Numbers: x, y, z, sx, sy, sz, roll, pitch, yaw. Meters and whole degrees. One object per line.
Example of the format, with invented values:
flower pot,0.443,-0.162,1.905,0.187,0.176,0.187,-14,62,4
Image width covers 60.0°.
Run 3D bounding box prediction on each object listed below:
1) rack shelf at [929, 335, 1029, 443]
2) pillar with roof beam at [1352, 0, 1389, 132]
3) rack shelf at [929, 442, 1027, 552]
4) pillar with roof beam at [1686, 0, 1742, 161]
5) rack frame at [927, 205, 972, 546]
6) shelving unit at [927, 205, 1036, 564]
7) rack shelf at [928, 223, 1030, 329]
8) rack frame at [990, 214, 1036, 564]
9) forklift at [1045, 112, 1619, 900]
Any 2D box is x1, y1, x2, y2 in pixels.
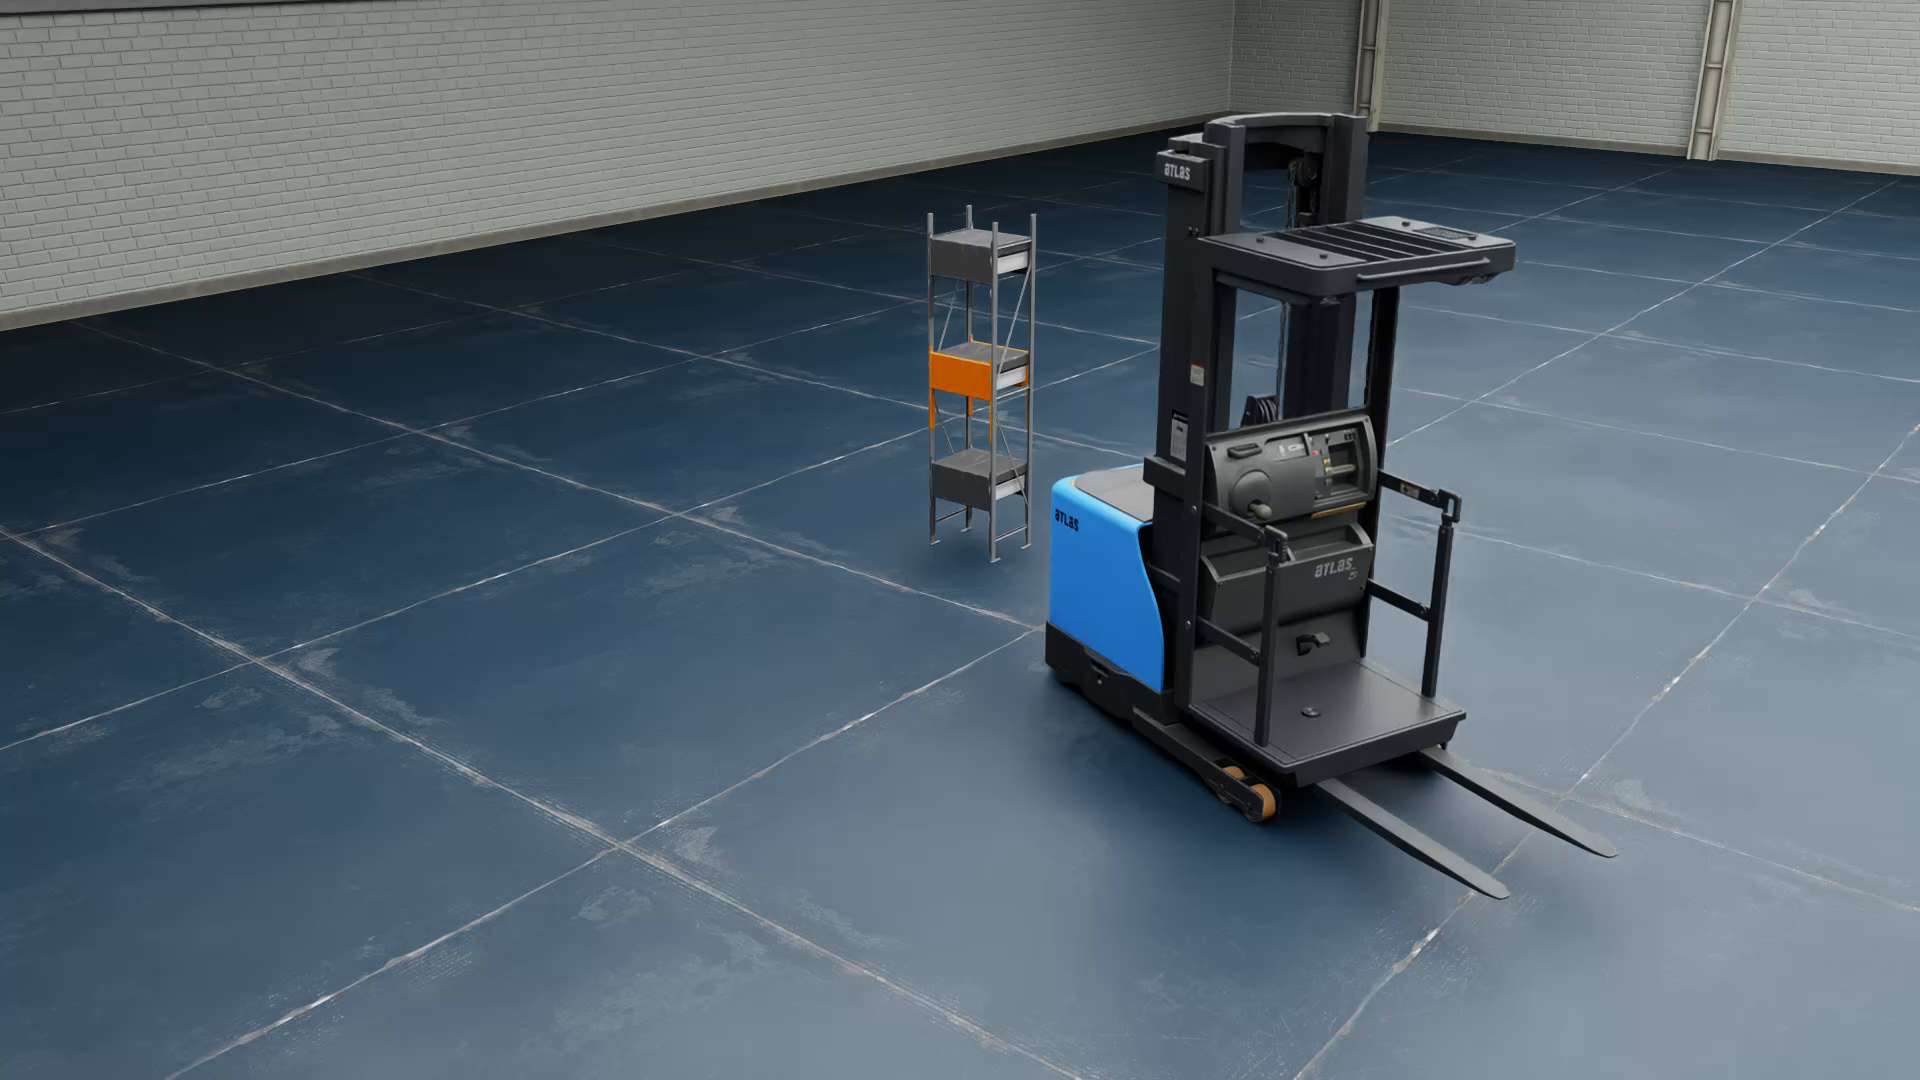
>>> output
rack shelf,0.128,-0.933,10.205,0.480,0.518,0.431,16,26,36
pillar with roof beam,4.761,-10.606,26.040,0.400,9.000,9.100,16,26,36
rack shelf,0.128,-0.278,10.452,0.480,0.518,0.431,16,26,36
pillar with roof beam,9.410,-9.267,22.490,0.400,9.000,9.100,16,26,36
rack frame,-0.061,-1.000,10.344,0.015,2.100,0.400,16,26,36
shelving unit,0.128,-0.946,10.200,0.503,2.100,0.431,16,26,36
rack shelf,0.128,-1.588,9.958,0.480,0.518,0.431,16,26,36
rack frame,0.317,-0.891,10.055,0.015,2.100,0.400,16,26,36
forklift,1.615,-0.307,7.328,1.130,2.935,3.031,-11,23,-28
